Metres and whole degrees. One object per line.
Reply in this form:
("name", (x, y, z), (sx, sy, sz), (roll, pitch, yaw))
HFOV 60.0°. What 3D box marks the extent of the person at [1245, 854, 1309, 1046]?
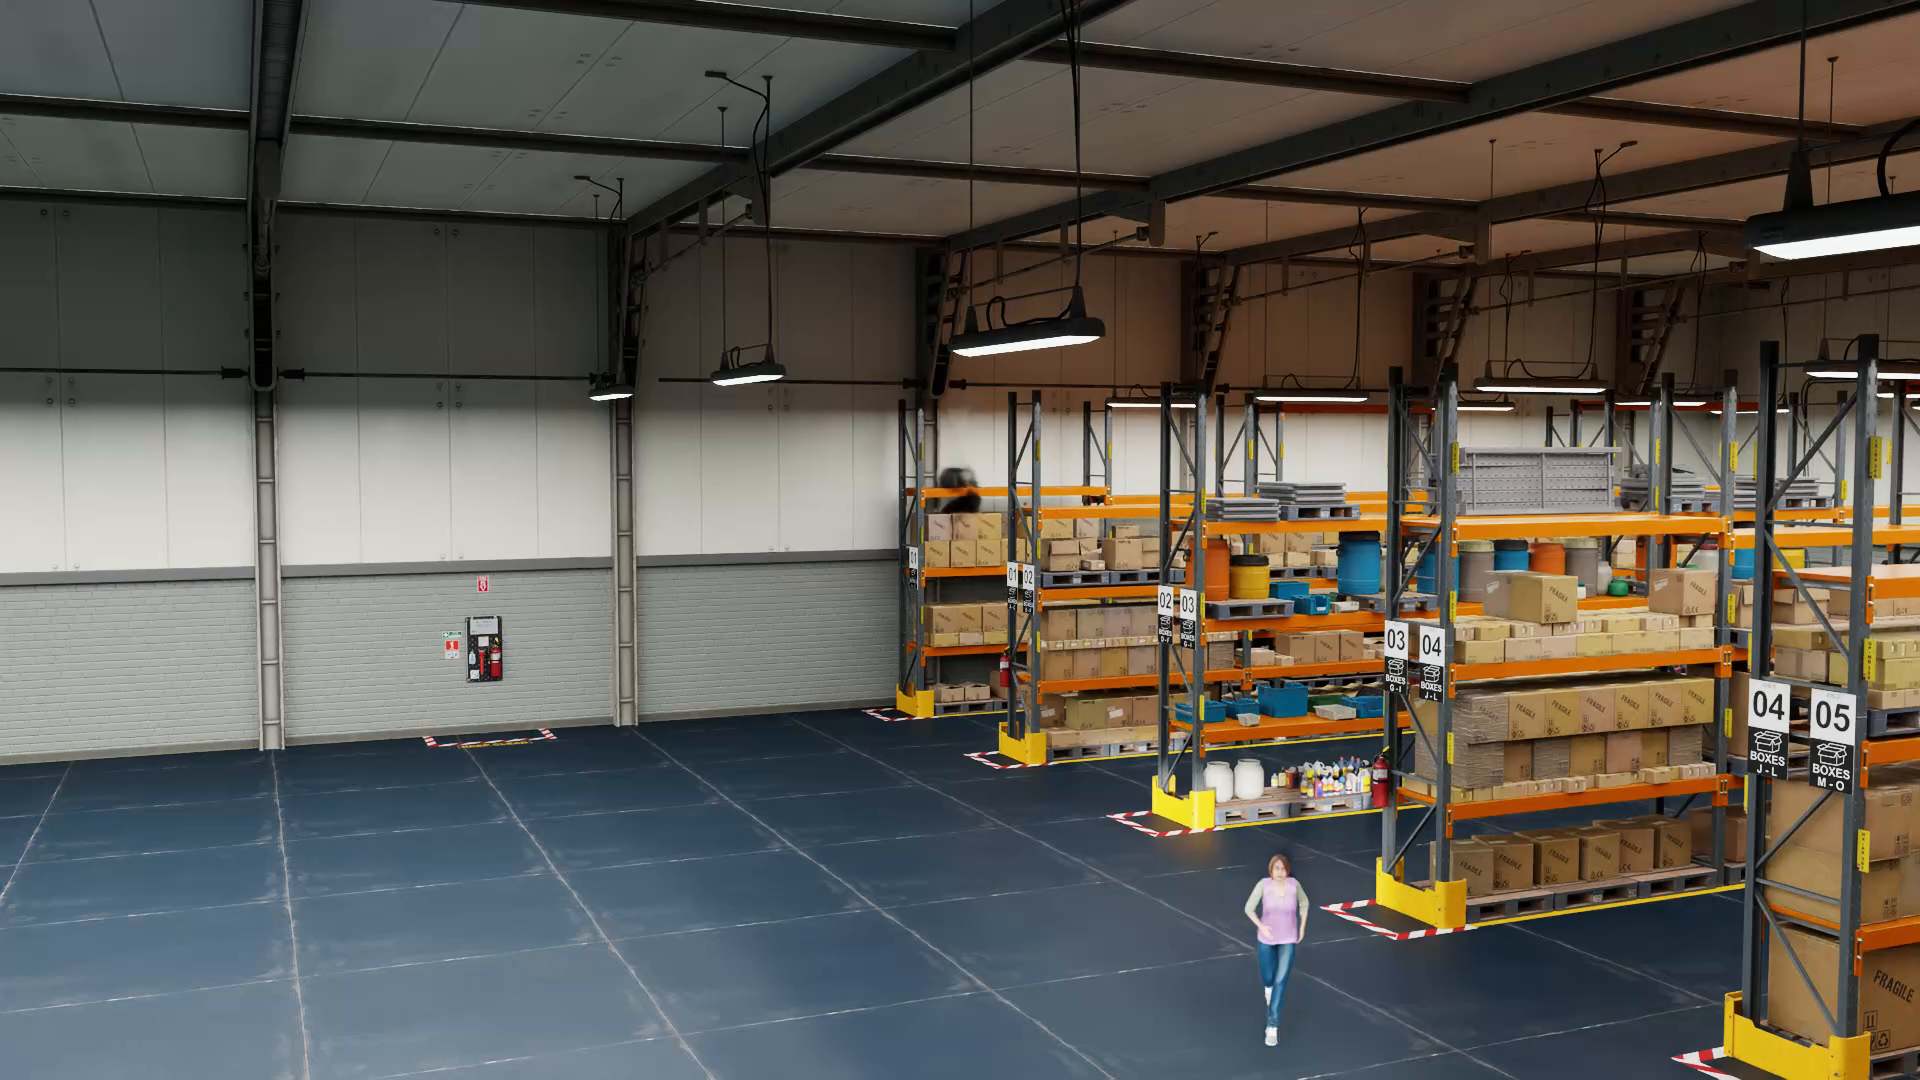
("person", (2.783, 3.529, 14.613), (0.565, 1.574, 0.877), (0, 3, 7))
